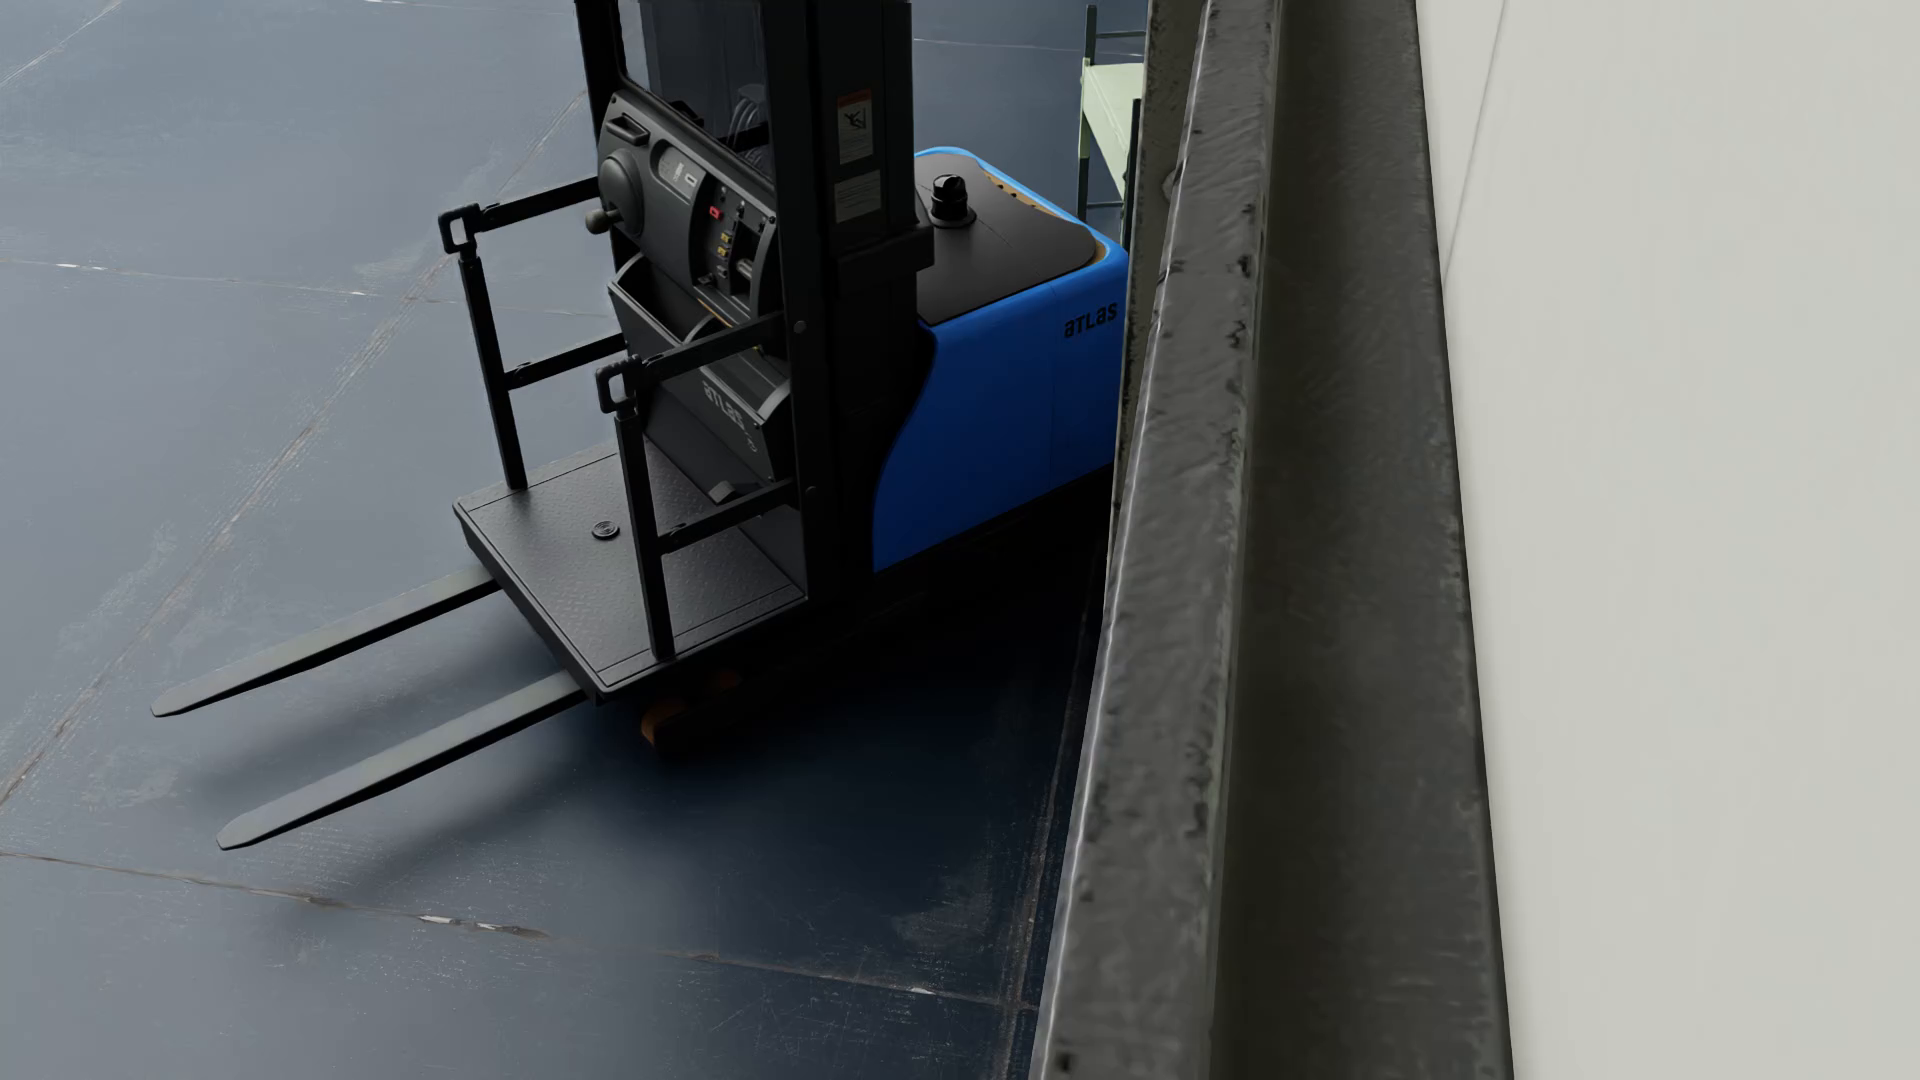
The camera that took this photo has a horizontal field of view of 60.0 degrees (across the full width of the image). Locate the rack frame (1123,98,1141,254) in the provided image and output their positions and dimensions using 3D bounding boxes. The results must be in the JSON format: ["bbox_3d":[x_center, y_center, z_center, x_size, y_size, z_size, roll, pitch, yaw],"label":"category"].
[{"bbox_3d":[0.719,-0.759,5.491,0.400,1.500,0.023,-5,40,-6],"label":"rack frame"}]

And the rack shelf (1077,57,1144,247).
[{"bbox_3d":[0.670,-1.291,5.522,0.431,0.370,0.720,-5,40,-6],"label":"rack shelf"}]

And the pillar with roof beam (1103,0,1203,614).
[{"bbox_3d":[-3.784,-2.707,1.962,9.100,9.000,0.400,6,40,8],"label":"pillar with roof beam"}]

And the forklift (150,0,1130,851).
[{"bbox_3d":[-0.933,-0.878,4.512,3.031,2.935,1.130,-25,46,-27],"label":"forklift"}]

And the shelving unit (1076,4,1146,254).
[{"bbox_3d":[0.670,-0.990,5.771,0.431,1.500,0.755,-5,40,-6],"label":"shelving unit"}]

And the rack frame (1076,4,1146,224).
[{"bbox_3d":[0.621,-1.221,6.050,0.400,1.500,0.023,-5,40,-6],"label":"rack frame"}]
